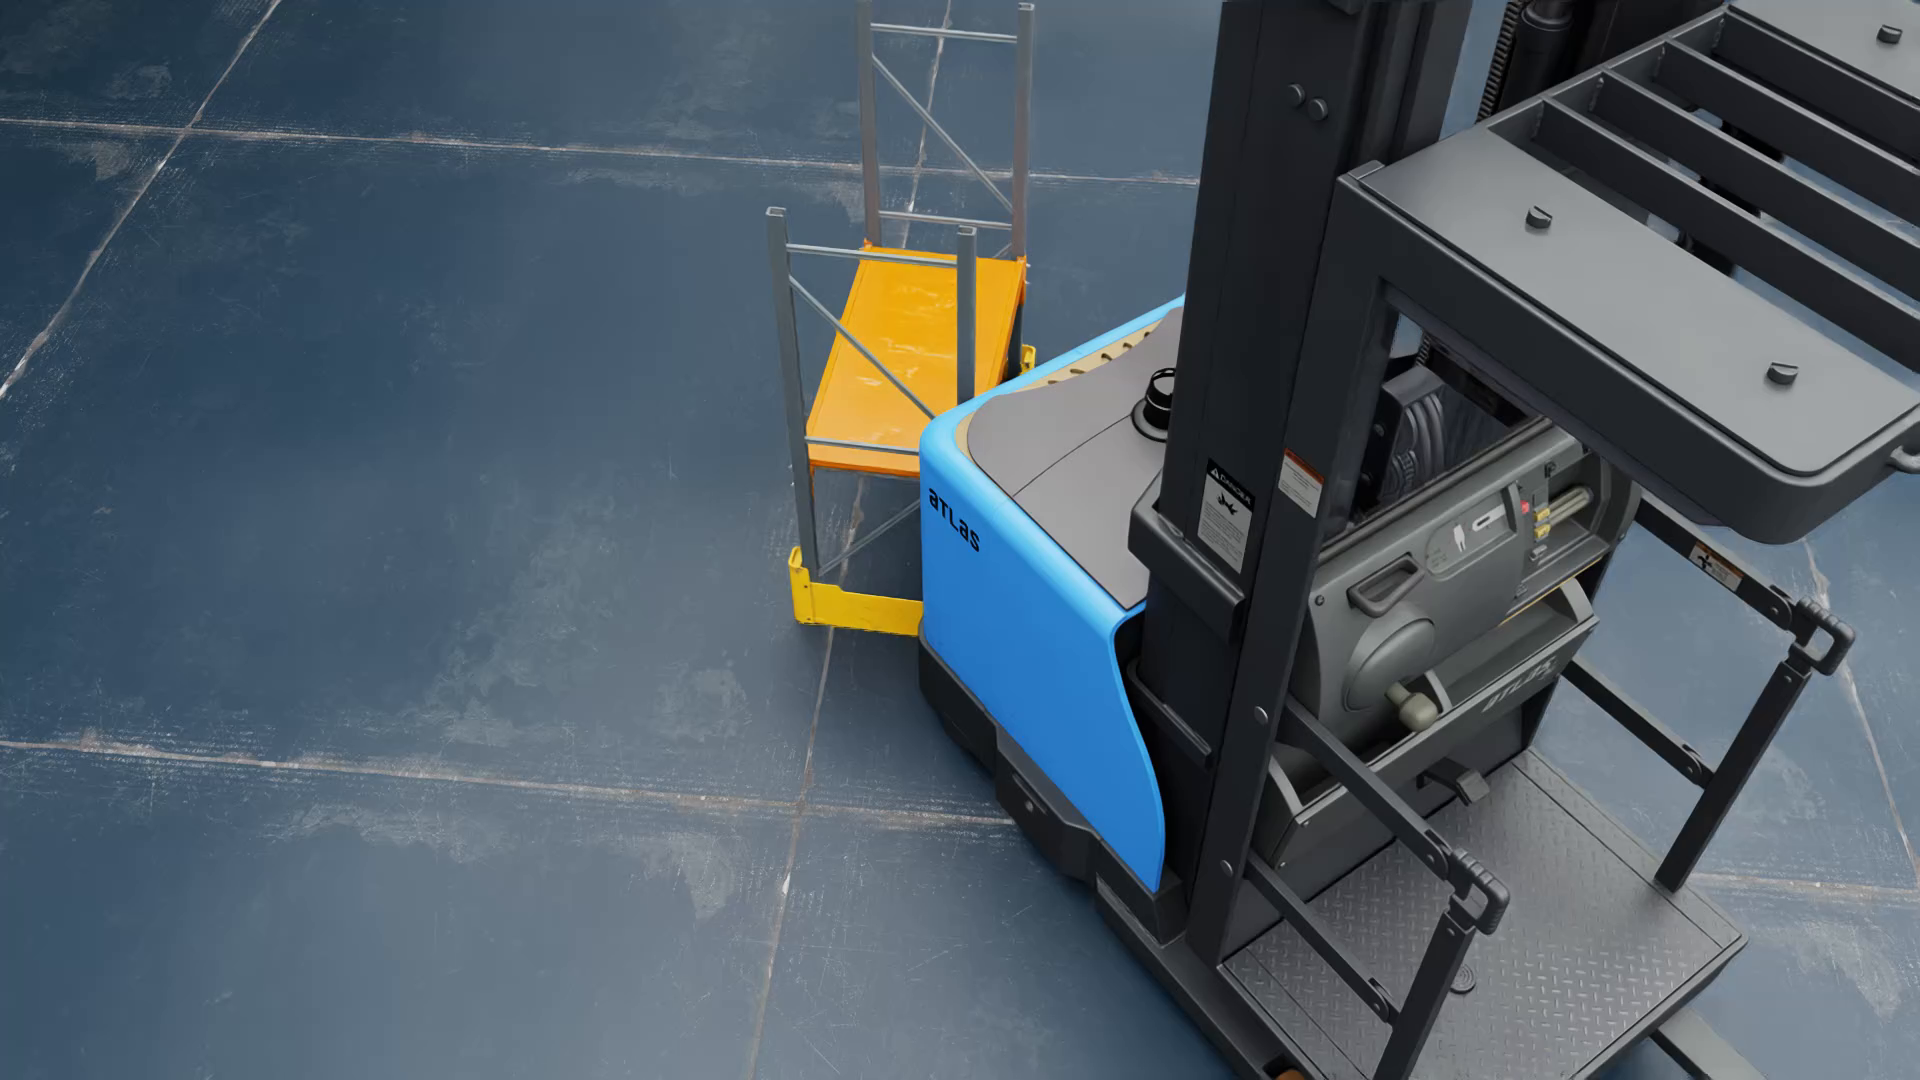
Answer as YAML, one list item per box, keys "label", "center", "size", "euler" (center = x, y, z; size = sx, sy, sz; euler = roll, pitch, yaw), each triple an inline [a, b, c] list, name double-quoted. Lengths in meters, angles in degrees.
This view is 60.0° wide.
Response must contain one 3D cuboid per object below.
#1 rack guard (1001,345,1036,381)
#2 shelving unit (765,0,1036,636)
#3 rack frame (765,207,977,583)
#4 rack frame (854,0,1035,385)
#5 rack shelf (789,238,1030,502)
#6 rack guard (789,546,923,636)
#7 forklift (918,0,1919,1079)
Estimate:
- label: "rack guard"
  center: [-0.044, -0.560, 5.593]
  size: [0.587, 0.250, 0.087]
  euler: [7, 48, 6]
- label: "shelving unit"
  center: [-0.125, -0.620, 4.800]
  size: [0.587, 1.500, 1.083]
  euler: [7, 48, 6]
- label: "rack frame"
  center: [-0.210, -0.243, 4.456]
  size: [0.500, 1.500, 0.032]
  euler: [7, 48, 6]
- label: "rack frame"
  center: [-0.044, -0.983, 5.133]
  size: [0.500, 1.500, 0.032]
  euler: [7, 48, 6]
- label: "rack shelf"
  center: [-0.127, -0.492, 4.927]
  size: [0.538, 0.185, 1.000]
  euler: [7, 48, 6]
- label: "rack guard"
  center: [-0.207, 0.165, 4.930]
  size: [0.587, 0.250, 0.087]
  euler: [7, 48, 6]
- label: "forklift"
  center: [1.150, 0.132, 3.143]
  size: [1.130, 2.935, 3.031]
  euler: [-28, 53, -23]
